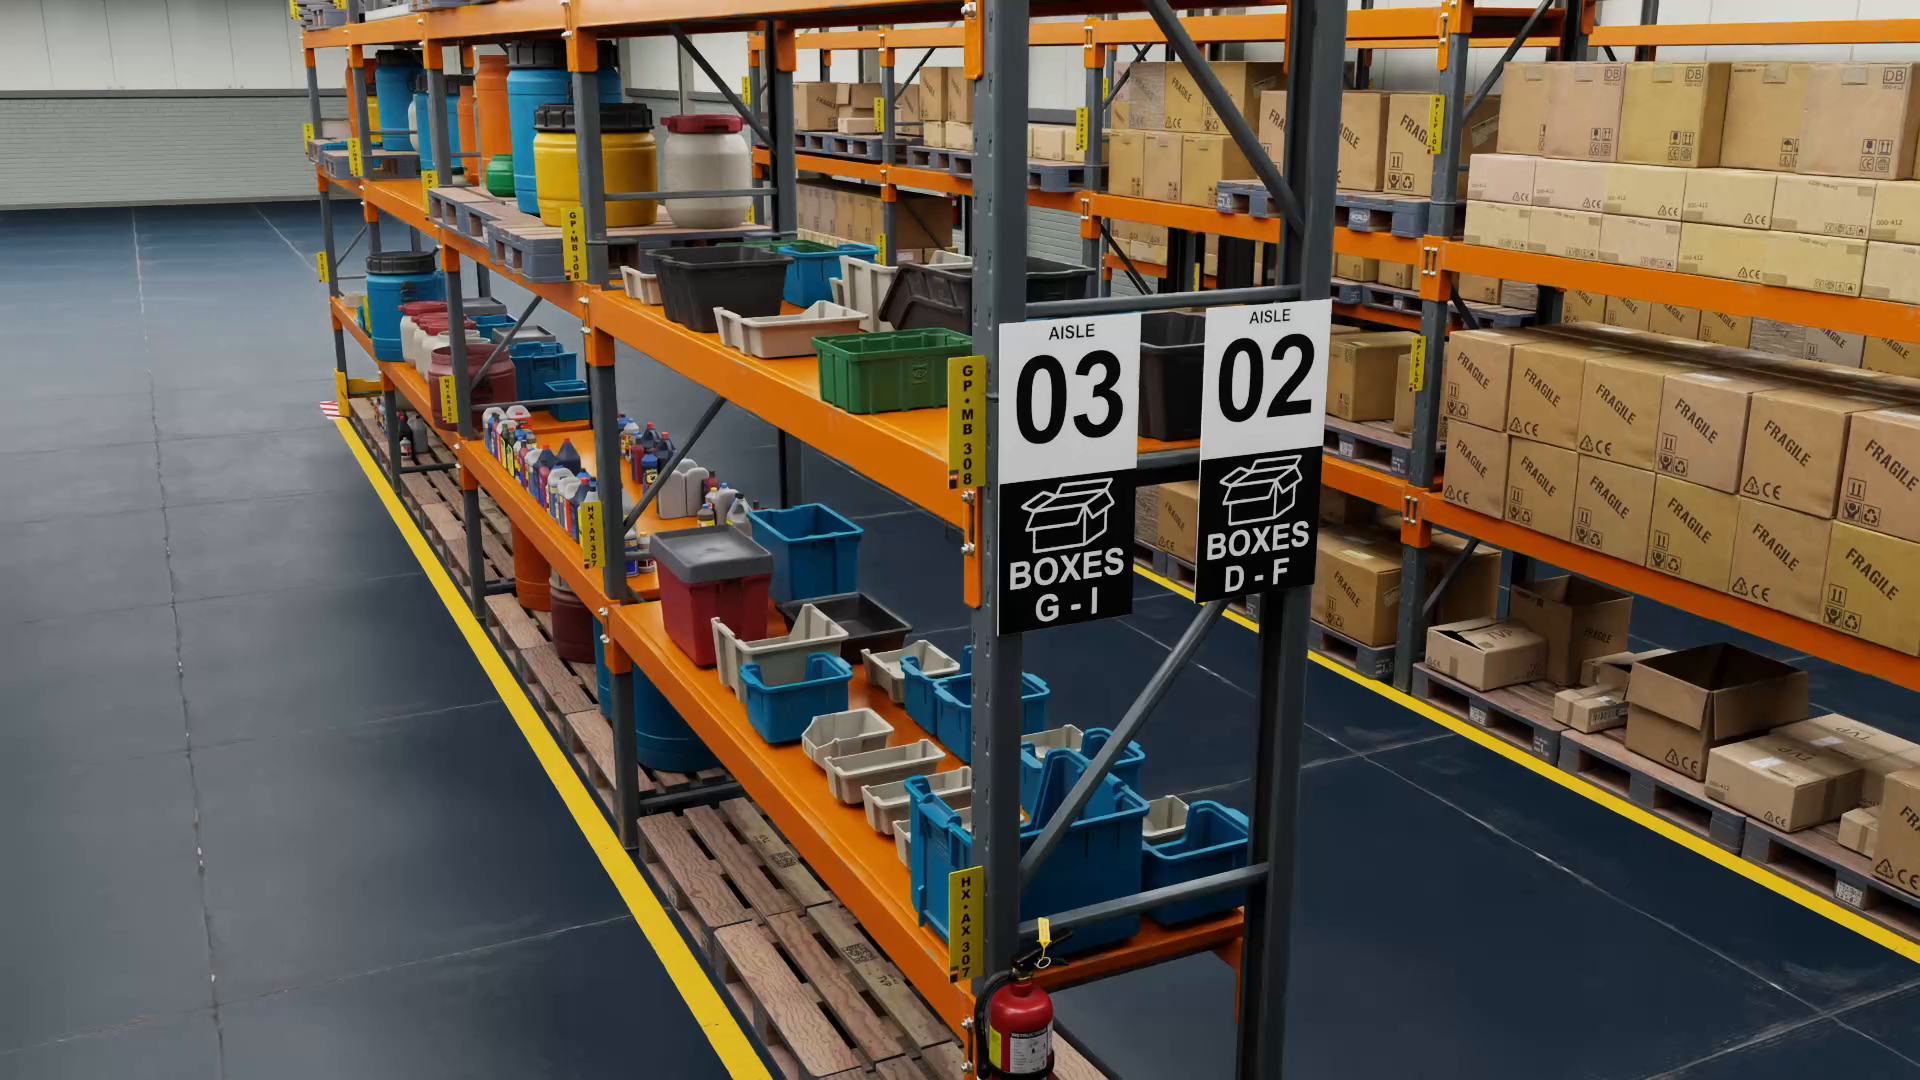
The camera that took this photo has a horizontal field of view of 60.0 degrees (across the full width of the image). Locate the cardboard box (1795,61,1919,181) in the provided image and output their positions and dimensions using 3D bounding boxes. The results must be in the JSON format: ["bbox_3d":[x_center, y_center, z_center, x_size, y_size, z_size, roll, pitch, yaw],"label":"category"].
[{"bbox_3d":[4.260,-1.903,7.514,0.700,0.500,0.500,-8,18,-25],"label":"cardboard box"}]

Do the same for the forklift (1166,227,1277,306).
[{"bbox_3d":[2.799,-2.203,16.112,3.031,2.935,1.130,-10,19,-32],"label":"forklift"}]

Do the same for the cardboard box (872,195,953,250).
[{"bbox_3d":[-0.499,-3.319,17.344,0.700,0.500,0.500,-8,18,-25],"label":"cardboard box"}]

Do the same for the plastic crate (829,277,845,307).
[{"bbox_3d":[-0.349,-1.002,6.845,0.293,0.136,0.466,-8,18,-25],"label":"plastic crate"}]

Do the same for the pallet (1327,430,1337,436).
[{"bbox_3d":[2.310,-0.972,12.048,1.003,0.211,1.213,-8,18,-25],"label":"pallet"}]

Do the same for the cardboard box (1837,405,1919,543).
[{"bbox_3d":[4.294,-0.293,7.341,0.500,0.500,0.500,-7,17,-23],"label":"cardboard box"}]

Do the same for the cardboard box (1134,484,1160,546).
[{"bbox_3d":[1.631,-0.279,13.020,0.500,0.500,0.500,-8,18,-27],"label":"cardboard box"}]

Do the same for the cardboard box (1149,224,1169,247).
[{"bbox_3d":[2.768,-4.020,21.197,0.500,0.500,0.500,-8,18,-27],"label":"cardboard box"}]

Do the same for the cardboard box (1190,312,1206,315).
[{"bbox_3d":[2.060,-1.404,12.261,0.700,0.500,0.500,-4,17,-14],"label":"cardboard box"}]

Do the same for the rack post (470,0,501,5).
[{"bbox_3d":[-2.249,-3.086,9.098,0.937,0.300,0.954,-6,17,-19],"label":"rack post"}]

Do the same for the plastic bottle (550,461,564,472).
[{"bbox_3d":[-2.332,-0.326,9.681,0.097,0.271,0.097,0,16,0],"label":"plastic bottle"}]

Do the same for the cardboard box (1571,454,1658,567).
[{"bbox_3d":[3.629,-0.192,8.801,0.500,0.500,0.500,-8,18,-25],"label":"cardboard box"}]

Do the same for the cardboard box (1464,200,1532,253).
[{"bbox_3d":[3.197,-1.773,9.326,0.500,0.250,0.500,-8,18,-25],"label":"cardboard box"}]

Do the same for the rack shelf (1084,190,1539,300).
[{"bbox_3d":[2.330,-2.146,11.657,1.077,0.370,4.000,-8,18,-25],"label":"rack shelf"}]

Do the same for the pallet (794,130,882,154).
[{"bbox_3d":[-1.226,-4.448,18.533,1.003,0.211,1.213,-8,18,-25],"label":"pallet"}]

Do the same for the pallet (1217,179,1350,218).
[{"bbox_3d":[2.526,-2.333,11.344,1.213,0.211,1.003,-8,18,-25],"label":"pallet"}]

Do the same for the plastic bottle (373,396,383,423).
[{"bbox_3d":[-5.991,-1.345,17.148,0.097,0.271,0.097,0,16,0],"label":"plastic bottle"}]

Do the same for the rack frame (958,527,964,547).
[{"bbox_3d":[0.077,-0.461,13.454,0.200,1.050,0.008,-8,18,-25],"label":"rack frame"}]

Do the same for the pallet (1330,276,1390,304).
[{"bbox_3d":[4.357,-2.838,18.550,1.003,0.211,1.213,-8,18,-25],"label":"pallet"}]

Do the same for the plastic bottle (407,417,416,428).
[{"bbox_3d":[-5.256,-1.039,16.074,0.152,0.276,0.135,-8,18,-25],"label":"plastic bottle"}]

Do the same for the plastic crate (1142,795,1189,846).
[{"bbox_3d":[0.626,0.943,5.397,0.250,0.136,0.298,-8,18,-25],"label":"plastic crate"}]

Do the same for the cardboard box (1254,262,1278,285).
[{"bbox_3d":[3.673,-3.156,19.545,0.500,0.250,0.500,-8,18,-25],"label":"cardboard box"}]

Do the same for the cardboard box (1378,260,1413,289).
[{"bbox_3d":[4.900,-2.968,17.675,0.700,0.500,0.500,-5,17,-17],"label":"cardboard box"}]

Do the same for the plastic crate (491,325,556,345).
[{"bbox_3d":[-3.434,-1.417,13.134,0.402,0.464,0.583,-8,18,-25],"label":"plastic crate"}]

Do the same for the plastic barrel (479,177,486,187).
[{"bbox_3d":[-3.155,-2.371,11.417,0.294,0.245,0.294,0,16,0],"label":"plastic barrel"}]

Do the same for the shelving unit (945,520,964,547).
[{"bbox_3d":[0.023,-0.491,13.560,0.215,1.050,0.252,-8,18,-25],"label":"shelving unit"}]

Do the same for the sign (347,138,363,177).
[{"bbox_3d":[-5.252,-3.323,14.437,0.100,0.325,0.005,-8,18,-25],"label":"sign"}]

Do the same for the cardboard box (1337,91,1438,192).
[{"bbox_3d":[2.738,-2.591,10.779,0.600,0.600,0.600,-8,18,-26],"label":"cardboard box"}]

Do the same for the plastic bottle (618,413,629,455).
[{"bbox_3d":[-2.219,-0.701,10.990,0.097,0.271,0.097,0,16,0],"label":"plastic bottle"}]

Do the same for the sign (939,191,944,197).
[{"bbox_3d":[-0.342,-6.332,30.313,0.001,0.329,0.234,-8,18,-25],"label":"sign"}]

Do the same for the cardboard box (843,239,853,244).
[{"bbox_3d":[-1.055,-3.192,18.078,0.380,0.149,0.250,-8,18,-25],"label":"cardboard box"}]

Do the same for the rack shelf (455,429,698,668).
[{"bbox_3d":[-2.124,-0.107,9.988,1.077,0.370,4.000,-8,18,-25],"label":"rack shelf"}]

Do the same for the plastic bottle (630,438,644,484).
[{"bbox_3d":[-1.988,-0.497,10.256,0.061,0.283,0.133,-8,18,-25],"label":"plastic bottle"}]

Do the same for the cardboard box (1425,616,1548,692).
[{"bbox_3d":[3.196,0.657,10.100,0.500,0.311,0.500,-8,18,-25],"label":"cardboard box"}]

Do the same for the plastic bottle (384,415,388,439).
[{"bbox_3d":[-5.587,-1.136,16.411,0.152,0.276,0.135,-7,18,-24],"label":"plastic bottle"}]

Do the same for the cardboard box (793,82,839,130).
[{"bbox_3d":[-1.569,-4.844,18.558,0.500,0.500,0.500,-8,18,-25],"label":"cardboard box"}]

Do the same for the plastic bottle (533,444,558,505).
[{"bbox_3d":[-2.428,-0.394,9.776,0.144,0.351,0.185,-8,18,-25],"label":"plastic bottle"}]

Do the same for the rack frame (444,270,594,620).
[{"bbox_3d":[-3.001,-0.948,11.617,1.000,3.000,0.127,-8,18,-25],"label":"rack frame"}]

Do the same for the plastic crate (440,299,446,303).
[{"bbox_3d":[-4.868,-2.056,15.588,0.767,0.338,0.504,-8,18,-25],"label":"plastic crate"}]

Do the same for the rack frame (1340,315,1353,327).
[{"bbox_3d":[4.153,-3.137,19.245,1.000,3.000,0.127,-8,18,-25],"label":"rack frame"}]

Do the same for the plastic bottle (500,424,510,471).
[{"bbox_3d":[-2.881,-0.592,10.589,0.061,0.283,0.133,-8,18,-25],"label":"plastic bottle"}]

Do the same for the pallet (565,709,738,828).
[{"bbox_3d":[-1.549,1.187,9.230,1.003,0.211,1.213,-8,18,-25],"label":"pallet"}]

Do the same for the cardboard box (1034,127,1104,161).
[{"bbox_3d":[0.958,-3.351,14.063,0.500,0.250,0.500,-7,17,-23],"label":"cardboard box"}]

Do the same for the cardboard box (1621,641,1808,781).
[{"bbox_3d":[4.034,0.900,8.906,0.797,0.503,0.637,-8,18,-25],"label":"cardboard box"}]

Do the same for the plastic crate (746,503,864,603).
[{"bbox_3d":[-0.737,0.097,7.895,0.392,0.384,0.575,-8,18,-25],"label":"plastic crate"}]

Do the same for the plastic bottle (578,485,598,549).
[{"bbox_3d":[-1.945,-0.121,8.824,0.144,0.351,0.185,-8,18,-25],"label":"plastic bottle"}]

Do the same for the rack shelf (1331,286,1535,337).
[{"bbox_3d":[5.029,-2.296,17.617,1.077,0.370,4.000,-8,18,-25],"label":"rack shelf"}]

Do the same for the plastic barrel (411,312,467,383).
[{"bbox_3d":[-4.210,-1.560,13.502,0.433,0.535,0.433,0,16,0],"label":"plastic barrel"}]

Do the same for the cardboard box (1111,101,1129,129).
[{"bbox_3d":[2.322,-5.516,21.877,0.500,0.500,0.500,-7,17,-23],"label":"cardboard box"}]

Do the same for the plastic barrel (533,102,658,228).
[{"bbox_3d":[-1.831,-1.892,8.367,0.600,0.588,0.600,0,16,0],"label":"plastic barrel"}]

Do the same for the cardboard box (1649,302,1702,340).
[{"bbox_3d":[6.325,-1.941,14.318,0.500,0.500,0.500,-8,18,-25],"label":"cardboard box"}]

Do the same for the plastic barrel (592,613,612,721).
[{"bbox_3d":[-1.782,0.538,9.482,0.600,0.901,0.708,-8,18,-25],"label":"plastic barrel"}]

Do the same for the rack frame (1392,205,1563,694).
[{"bbox_3d":[3.206,-0.554,10.244,1.000,3.000,0.127,-8,18,-25],"label":"rack frame"}]
